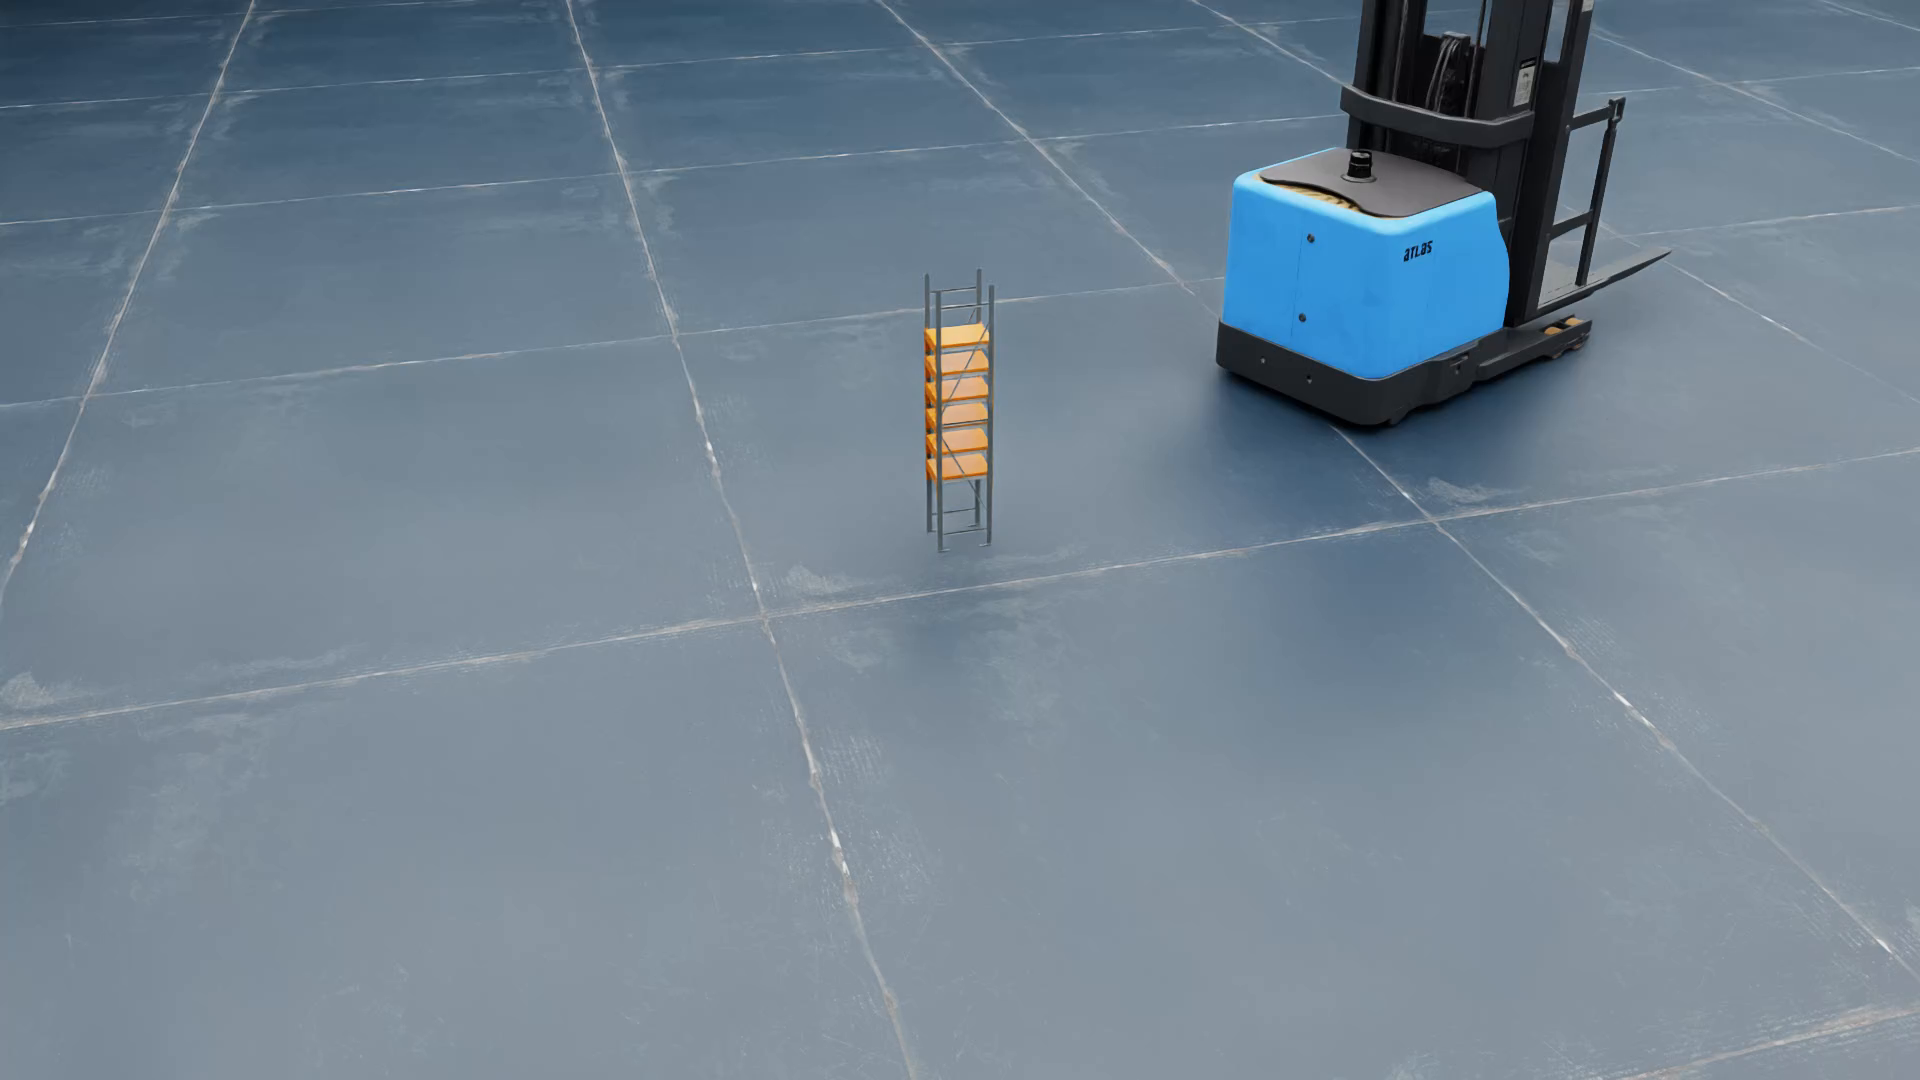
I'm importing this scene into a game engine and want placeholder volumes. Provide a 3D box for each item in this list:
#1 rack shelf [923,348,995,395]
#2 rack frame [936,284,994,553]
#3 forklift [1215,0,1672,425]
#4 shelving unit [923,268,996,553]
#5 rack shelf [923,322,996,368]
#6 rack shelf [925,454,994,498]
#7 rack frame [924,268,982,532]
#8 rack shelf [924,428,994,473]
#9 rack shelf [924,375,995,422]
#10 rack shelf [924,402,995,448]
[{"bbox_3d":[-0.004,-0.696,6.864,0.258,0.103,0.180,-8,31,-13],"label":"rack shelf"},{"bbox_3d":[0.020,-0.482,6.885,0.240,1.200,0.006,-8,31,-13],"label":"rack frame"},{"bbox_3d":[2.798,-2.427,8.518,3.031,2.935,1.130,-22,37,-33],"label":"forklift"},{"bbox_3d":[-0.004,-0.526,6.962,0.258,1.200,0.189,-8,31,-13],"label":"shelving unit"},{"bbox_3d":[-0.004,-0.799,6.803,0.258,0.103,0.180,-8,31,-13],"label":"rack shelf"},{"bbox_3d":[-0.004,-0.280,7.104,0.258,0.103,0.180,-8,31,-13],"label":"rack shelf"},{"bbox_3d":[-0.028,-0.570,7.038,0.240,1.200,0.006,-8,31,-13],"label":"rack frame"},{"bbox_3d":[-0.004,-0.384,7.044,0.258,0.103,0.180,-8,31,-13],"label":"rack shelf"},{"bbox_3d":[-0.004,-0.592,6.924,0.258,0.103,0.180,-8,31,-13],"label":"rack shelf"},{"bbox_3d":[-0.004,-0.488,6.984,0.258,0.103,0.180,-8,31,-13],"label":"rack shelf"}]
